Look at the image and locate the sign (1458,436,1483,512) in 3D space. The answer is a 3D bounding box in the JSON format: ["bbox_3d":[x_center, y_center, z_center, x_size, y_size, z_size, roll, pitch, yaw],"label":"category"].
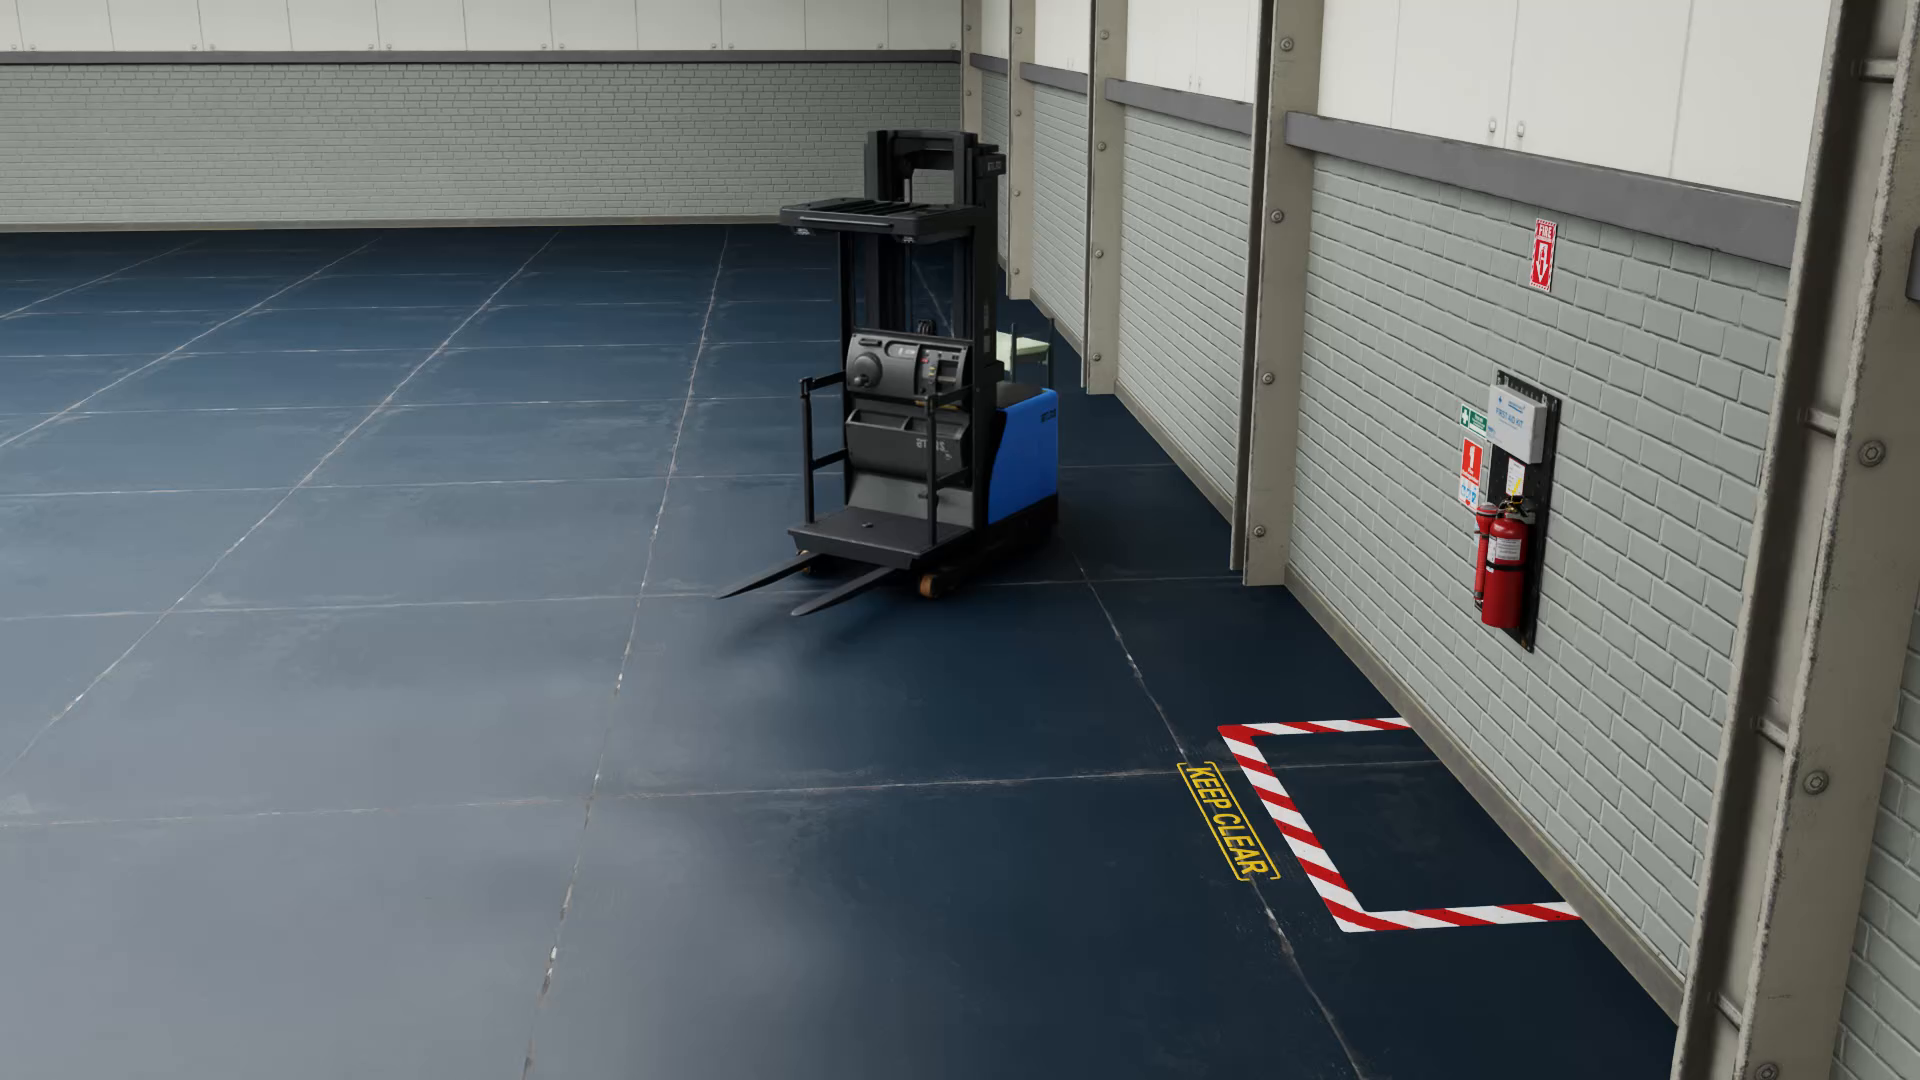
[{"bbox_3d":[2.497,-0.321,8.133,0.001,0.329,0.234,-2,18,-6],"label":"sign"}]

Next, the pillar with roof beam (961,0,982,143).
[{"bbox_3d":[-4.089,-9.279,26.708,9.100,9.000,0.400,-2,18,-6],"label":"pillar with roof beam"}]

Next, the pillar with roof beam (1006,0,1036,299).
[{"bbox_3d":[-3.471,-7.491,21.014,9.100,9.000,0.400,-2,18,-6],"label":"pillar with roof beam"}]

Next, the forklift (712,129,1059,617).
[{"bbox_3d":[-0.467,-1.169,11.007,1.130,2.935,3.031,10,20,30],"label":"forklift"}]

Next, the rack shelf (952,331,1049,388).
[{"bbox_3d":[0.321,-1.375,12.750,0.431,0.370,0.720,-13,22,-35],"label":"rack shelf"}]

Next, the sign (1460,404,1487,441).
[{"bbox_3d":[2.488,-0.572,8.048,0.001,0.109,0.331,-2,18,-6],"label":"sign"}]

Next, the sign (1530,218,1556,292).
[{"bbox_3d":[2.549,-1.248,7.274,0.001,0.298,0.199,-2,18,-6],"label":"sign"}]

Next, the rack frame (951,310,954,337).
[{"bbox_3d":[0.099,-1.090,13.144,0.400,1.500,0.023,-13,22,-35],"label":"rack frame"}]

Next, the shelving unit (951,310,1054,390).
[{"bbox_3d":[0.321,-1.003,12.866,0.431,1.500,0.755,-13,22,-35],"label":"shelving unit"}]

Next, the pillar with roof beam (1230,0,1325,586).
[{"bbox_3d":[-2.233,-3.916,9.626,9.100,9.000,0.400,-2,18,-6],"label":"pillar with roof beam"}]

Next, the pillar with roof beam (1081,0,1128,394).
[{"bbox_3d":[-2.852,-5.703,15.320,9.100,9.000,0.400,-2,18,-6],"label":"pillar with roof beam"}]

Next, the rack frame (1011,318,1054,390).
[{"bbox_3d":[0.544,-0.915,12.589,0.400,1.500,0.023,-13,22,-35],"label":"rack frame"}]

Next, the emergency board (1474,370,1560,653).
[{"bbox_3d":[2.451,-0.136,7.603,0.194,1.169,0.643,-2,18,-6],"label":"emergency board"}]
